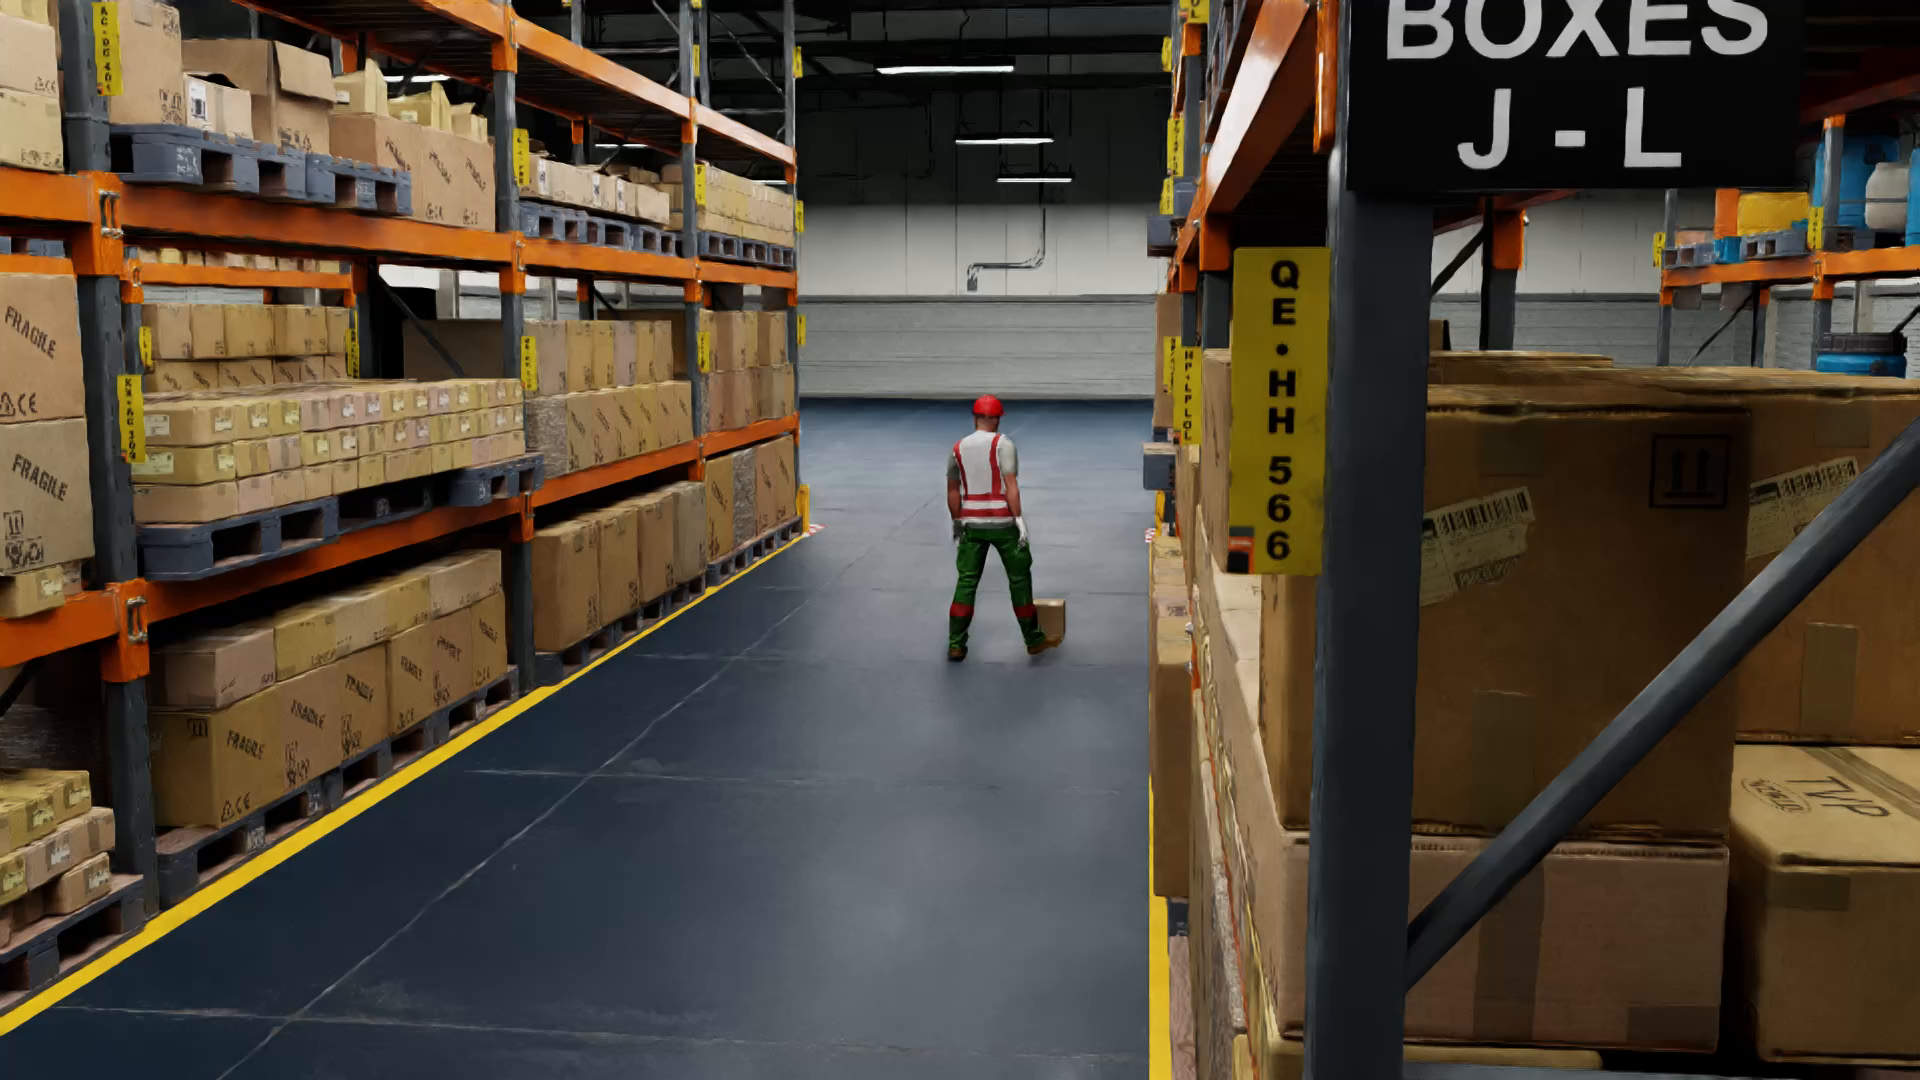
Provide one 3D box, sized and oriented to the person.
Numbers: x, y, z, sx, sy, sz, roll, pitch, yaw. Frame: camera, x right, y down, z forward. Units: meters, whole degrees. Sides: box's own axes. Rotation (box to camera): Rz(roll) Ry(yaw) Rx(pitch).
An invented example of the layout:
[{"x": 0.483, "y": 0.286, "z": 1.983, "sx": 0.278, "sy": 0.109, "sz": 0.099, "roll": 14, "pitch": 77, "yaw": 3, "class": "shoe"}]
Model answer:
[{"x": 0.262, "y": -0.104, "z": 11.361, "sx": 0.715, "sy": 1.769, "sz": 0.631, "roll": 5, "pitch": 9, "yaw": 32, "class": "person"}]
